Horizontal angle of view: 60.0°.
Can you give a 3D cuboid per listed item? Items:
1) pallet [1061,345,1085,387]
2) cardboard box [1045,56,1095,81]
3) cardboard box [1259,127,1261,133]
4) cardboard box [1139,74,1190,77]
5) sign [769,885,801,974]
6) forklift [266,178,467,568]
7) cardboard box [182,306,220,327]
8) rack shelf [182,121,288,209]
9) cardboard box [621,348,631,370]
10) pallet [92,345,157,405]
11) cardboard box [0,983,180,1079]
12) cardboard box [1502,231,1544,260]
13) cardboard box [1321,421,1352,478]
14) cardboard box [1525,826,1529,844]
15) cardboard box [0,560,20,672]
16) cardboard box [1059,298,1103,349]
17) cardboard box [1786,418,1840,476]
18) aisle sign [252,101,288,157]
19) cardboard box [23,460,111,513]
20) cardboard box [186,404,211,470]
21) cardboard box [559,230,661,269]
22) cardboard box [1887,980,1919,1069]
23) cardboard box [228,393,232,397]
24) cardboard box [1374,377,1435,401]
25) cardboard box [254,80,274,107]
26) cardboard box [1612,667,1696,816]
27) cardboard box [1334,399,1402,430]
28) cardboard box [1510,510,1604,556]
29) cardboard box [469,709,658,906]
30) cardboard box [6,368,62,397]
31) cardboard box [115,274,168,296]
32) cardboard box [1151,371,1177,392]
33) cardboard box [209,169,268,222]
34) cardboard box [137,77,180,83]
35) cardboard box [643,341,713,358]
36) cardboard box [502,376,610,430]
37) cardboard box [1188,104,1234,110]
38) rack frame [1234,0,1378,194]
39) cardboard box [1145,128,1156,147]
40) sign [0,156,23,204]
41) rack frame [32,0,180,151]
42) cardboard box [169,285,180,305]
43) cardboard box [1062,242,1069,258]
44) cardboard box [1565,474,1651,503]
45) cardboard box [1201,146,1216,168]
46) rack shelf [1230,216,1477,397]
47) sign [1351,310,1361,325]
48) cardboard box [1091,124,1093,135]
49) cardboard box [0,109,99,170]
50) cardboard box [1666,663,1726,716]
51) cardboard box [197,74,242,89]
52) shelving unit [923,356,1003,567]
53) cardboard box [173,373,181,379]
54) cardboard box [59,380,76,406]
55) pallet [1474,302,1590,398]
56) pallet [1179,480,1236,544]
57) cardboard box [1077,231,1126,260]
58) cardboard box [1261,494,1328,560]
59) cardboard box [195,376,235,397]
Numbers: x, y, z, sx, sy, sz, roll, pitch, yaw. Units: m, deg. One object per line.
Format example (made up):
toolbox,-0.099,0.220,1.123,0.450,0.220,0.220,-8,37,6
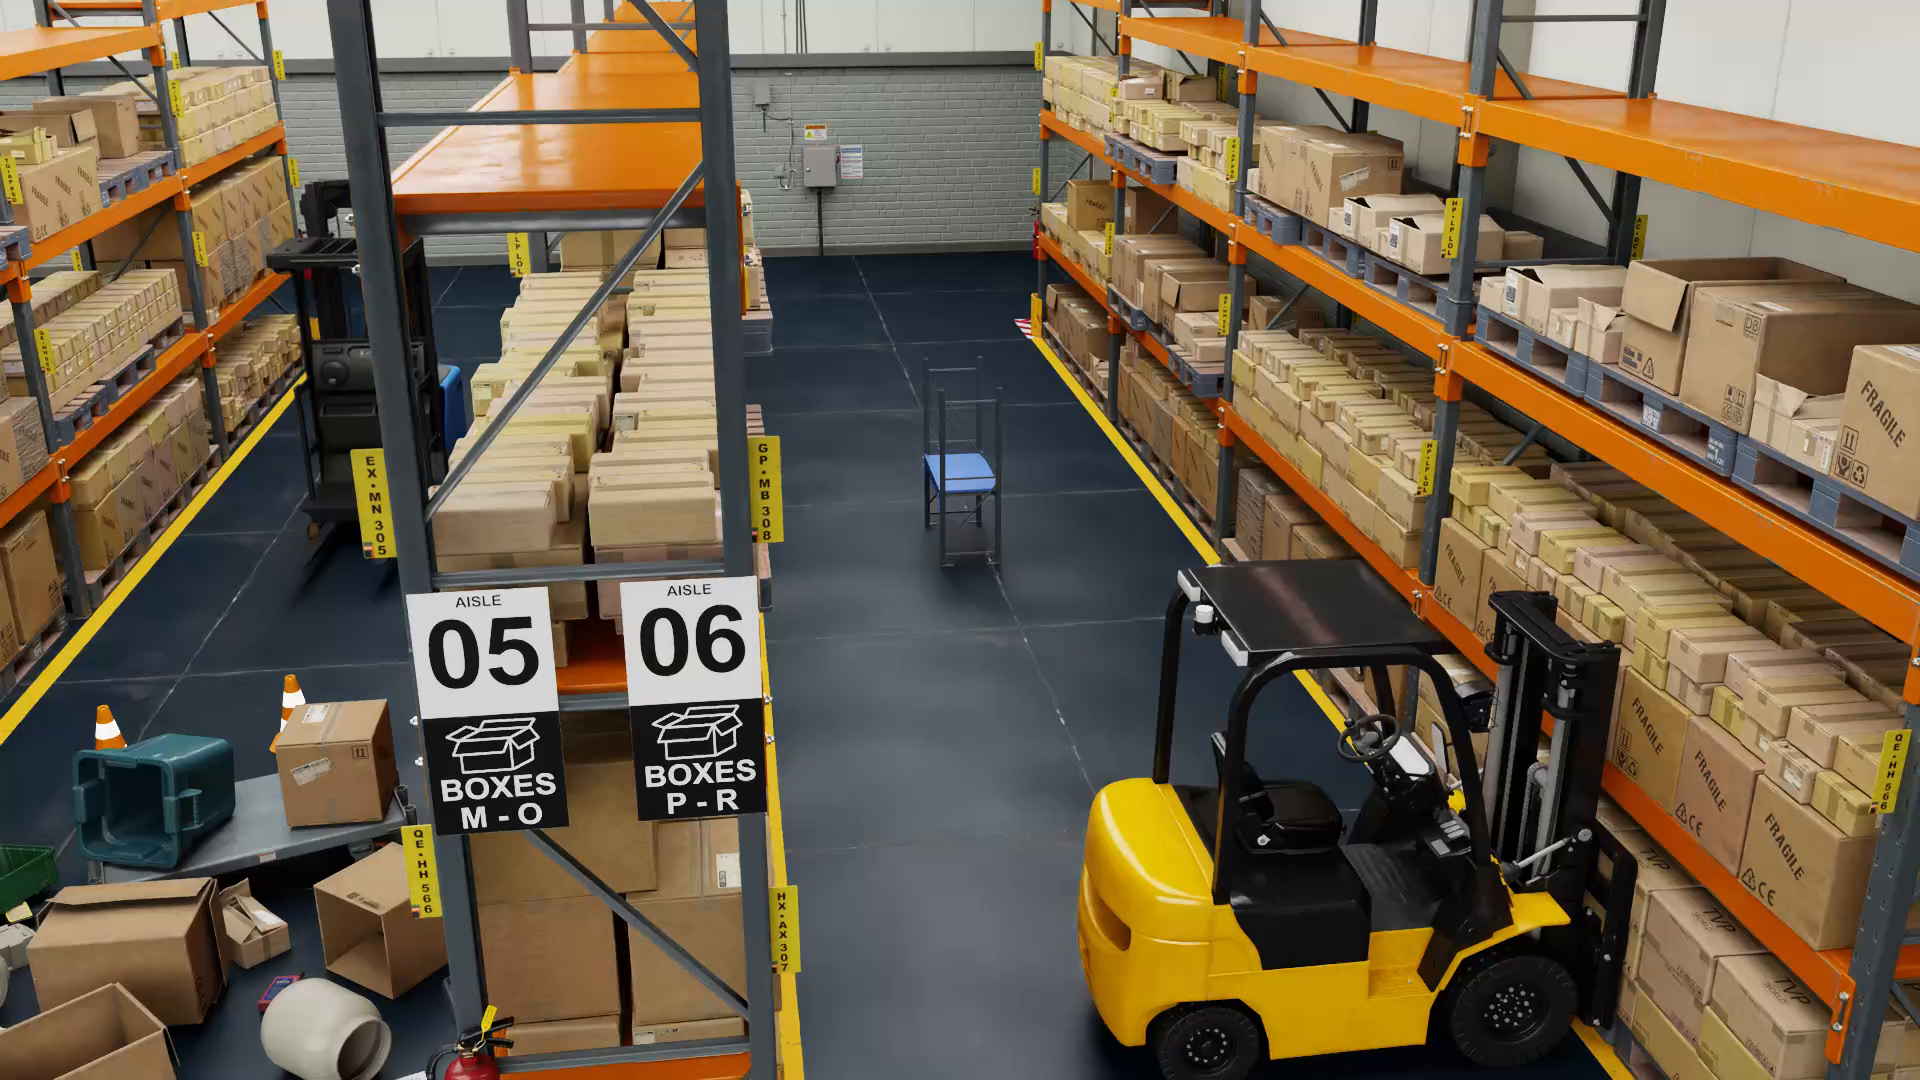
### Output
pallet,1.796,-2.065,19.517,1.003,0.211,1.213,-3,21,-8
cardboard box,1.312,-5.637,19.884,0.500,0.250,0.500,-3,21,-8
cardboard box,2.740,-3.393,14.019,0.380,0.149,0.250,-2,21,-6
cardboard box,2.194,-4.783,17.597,0.500,0.250,0.500,-3,21,-9
sign,-0.571,1.263,5.383,0.100,0.325,0.005,-3,21,-8
forklift,-5.051,-1.488,14.085,1.130,2.935,3.031,-2,21,-5
cardboard box,-7.439,-2.171,16.174,0.380,0.149,0.250,-2,21,-6
rack shelf,-8.010,-3.934,17.278,1.077,0.370,4.000,-3,21,-8
cardboard box,-1.221,-0.671,7.303,0.500,0.250,0.500,-3,21,-9
pallet,-7.471,-1.382,13.978,1.003,0.211,1.213,-3,21,-8
cardboard box,-3.866,2.385,7.184,0.637,0.503,0.797,17,27,39
cardboard box,3.299,-1.775,10.084,0.380,0.149,0.250,-3,21,-8
cardboard box,2.754,-0.616,11.153,0.500,0.250,0.500,-3,21,-7
cardboard box,3.127,1.449,8.739,0.500,0.250,0.500,-3,21,-8
cardboard box,-7.017,0.586,11.049,1.050,0.750,0.750,-3,21,-7
cardboard box,1.576,-2.606,19.953,0.700,0.500,0.500,-2,21,-6
cardboard box,3.383,-0.358,6.290,0.380,0.149,0.250,-4,21,-9
aisle sign,-8.012,-4.817,19.185,0.394,0.787,0.004,-3,21,-8
cardboard box,-7.005,-0.417,13.020,0.500,0.250,0.500,-4,21,-10
cardboard box,-7.366,-0.956,15.535,0.500,0.500,0.500,-3,21,-9
cardboard box,-1.894,-1.649,9.030,0.500,0.250,0.500,-2,21,-7
cardboard box,3.921,1.892,6.839,0.500,0.250,0.500,-3,21,-9
cardboard box,-7.582,-1.399,16.798,0.380,0.149,0.250,-3,21,-7
cardboard box,3.138,-1.043,11.725,0.380,0.149,0.250,-2,21,-6
cardboard box,-7.980,-4.981,18.552,0.500,0.250,0.500,-4,21,-9
cardboard box,3.333,0.883,7.495,0.500,0.500,0.500,-3,21,-9
cardboard box,2.744,-0.839,11.179,0.380,0.149,0.250,-3,21,-7
cardboard box,3.087,-0.037,8.606,0.380,0.149,0.250,-2,21,-7
cardboard box,-1.398,0.876,5.661,0.700,0.500,0.500,-3,21,-9
cardboard box,-7.016,-1.185,12.509,0.380,0.149,0.250,-2,21,-5
cardboard box,-7.431,-2.309,15.095,0.380,0.149,0.250,-4,21,-9
cardboard box,2.079,-1.539,16.169,0.380,0.149,0.250,-3,21,-8
cardboard box,-7.829,-3.712,17.946,0.500,0.500,0.500,-2,21,-5
cardboard box,-8.371,-4.740,17.337,0.380,0.149,0.250,-2,21,-6
cardboard box,-1.105,-0.719,6.860,0.380,0.149,0.250,-3,21,-7
cardboard box,-1.528,-0.513,6.309,0.380,0.149,0.250,-4,21,-9
cardboard box,2.365,-4.018,15.664,0.380,0.149,0.250,-2,21,-6
rack frame,2.650,-4.135,12.501,1.000,3.000,0.127,-3,21,-8
cardboard box,1.900,-3.676,15.173,0.380,0.149,0.250,-2,21,-6
sign,-6.595,-2.498,11.553,0.100,0.325,0.005,-3,21,-8
rack frame,-7.722,-4.984,14.773,1.000,3.000,0.127,-3,21,-8
cardboard box,-7.469,-2.264,15.399,0.380,0.149,0.250,-2,21,-6
cardboard box,1.409,-3.401,19.468,0.380,0.149,0.250,-4,21,-9
cardboard box,3.567,-0.246,9.167,0.380,0.149,0.250,-3,21,-9
cardboard box,2.251,-3.224,13.993,0.380,0.149,0.250,-3,21,-8
rack shelf,2.938,-1.701,11.298,1.077,0.370,4.000,-3,21,-8
sign,3.199,-1.897,13.426,0.100,0.325,0.005,-3,21,-8
cardboard box,1.627,-4.465,18.029,0.380,0.149,0.250,-2,21,-6
cardboard box,-7.629,-3.283,13.757,0.797,0.503,0.637,-3,21,-8
cardboard box,3.323,0.632,7.242,0.380,0.149,0.250,-4,21,-10
cardboard box,-7.861,-4.858,17.654,0.380,0.149,0.250,-3,21,-9
shelving unit,0.012,-0.673,13.949,0.538,1.500,1.048,-3,21,-8
cardboard box,-8.149,-1.596,16.900,0.380,0.149,0.250,-3,21,-8
cardboard box,-7.048,-1.126,12.776,0.380,0.149,0.250,-2,21,-5
pallet,3.375,-1.010,8.546,1.003,0.211,1.213,-3,21,-8
pallet,2.580,-0.279,14.736,1.003,0.211,1.213,-3,21,-8
cardboard box,1.613,-3.289,18.599,0.500,0.250,0.500,-3,21,-8
cardboard box,2.829,0.033,12.708,0.875,0.625,0.625,-2,21,-6
cardboard box,-7.547,-1.542,16.755,0.380,0.149,0.250,-2,21,-5
